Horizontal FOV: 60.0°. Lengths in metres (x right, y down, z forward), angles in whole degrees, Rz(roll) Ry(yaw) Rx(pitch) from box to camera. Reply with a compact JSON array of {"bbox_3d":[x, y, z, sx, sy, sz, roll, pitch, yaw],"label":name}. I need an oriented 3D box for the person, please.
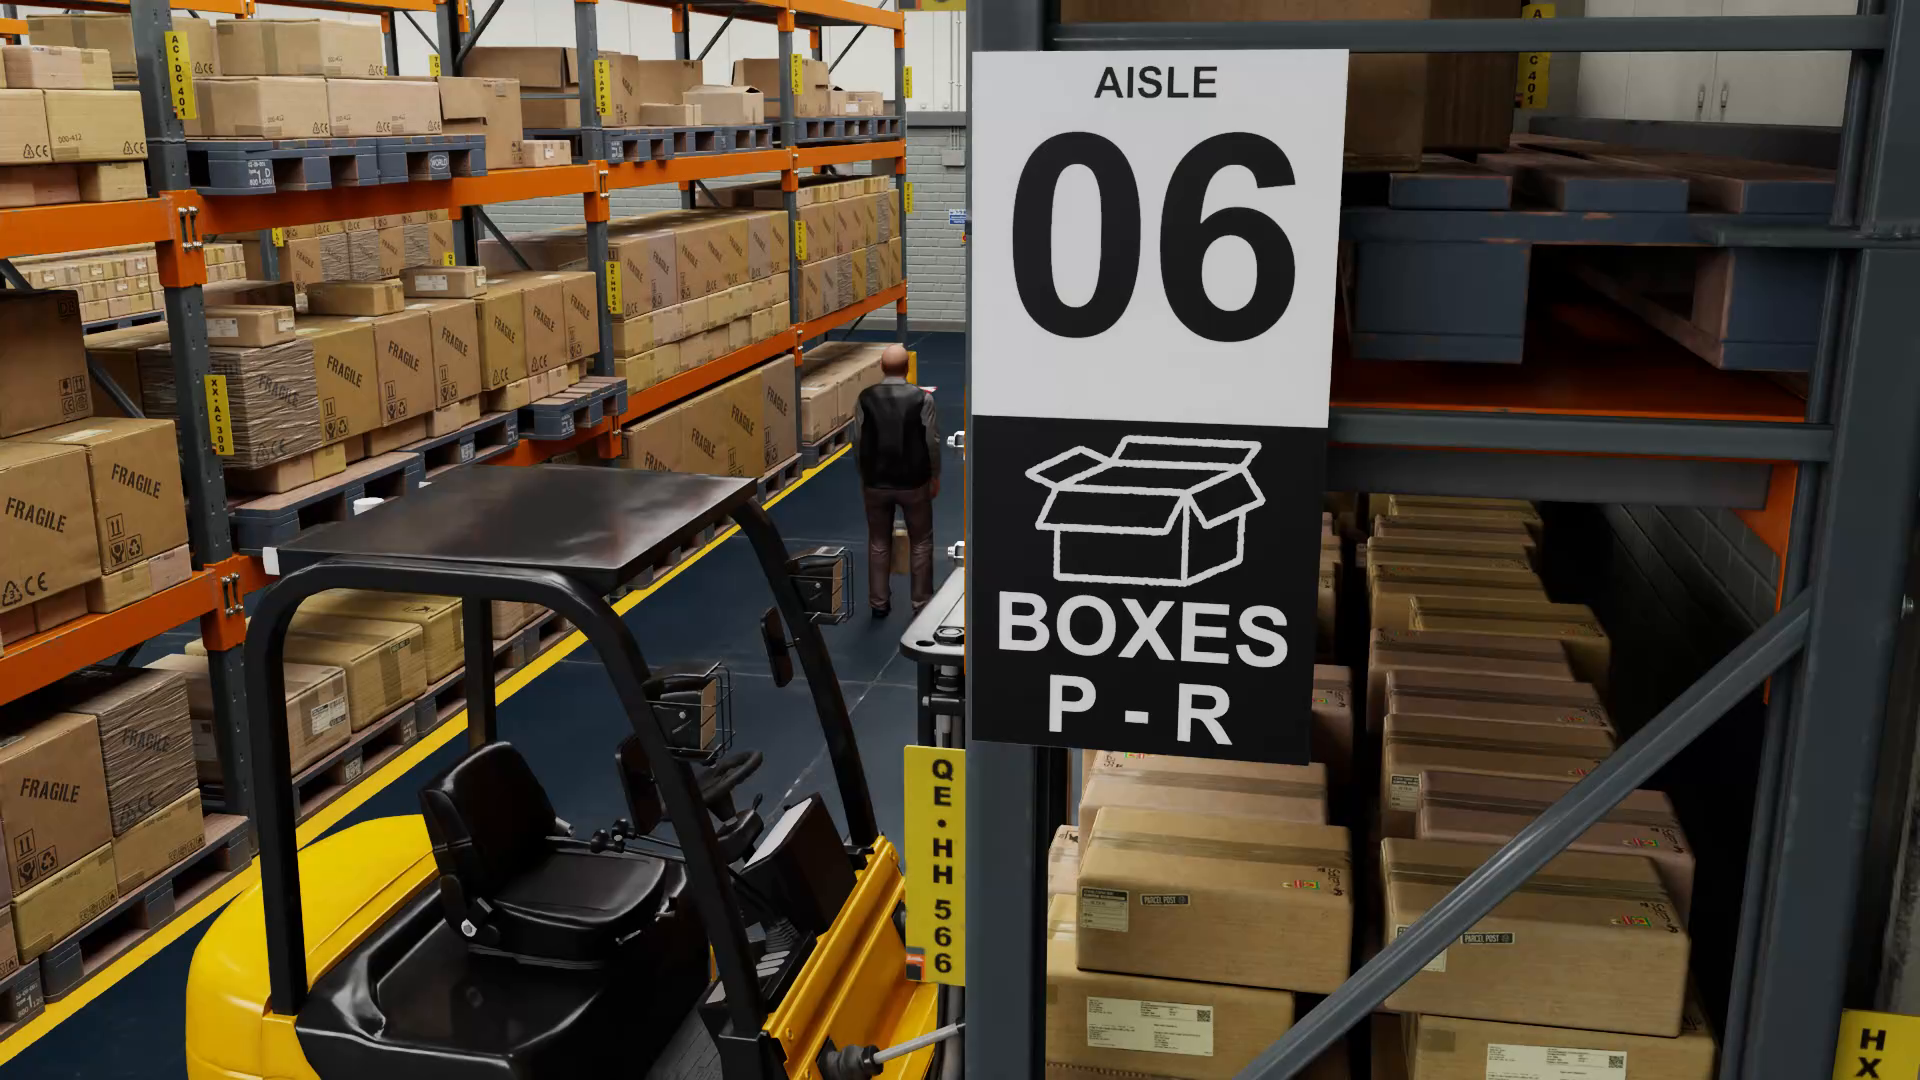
[{"bbox_3d":[-0.396,-0.353,10.414,0.565,1.723,0.423,2,15,10],"label":"person"}]
